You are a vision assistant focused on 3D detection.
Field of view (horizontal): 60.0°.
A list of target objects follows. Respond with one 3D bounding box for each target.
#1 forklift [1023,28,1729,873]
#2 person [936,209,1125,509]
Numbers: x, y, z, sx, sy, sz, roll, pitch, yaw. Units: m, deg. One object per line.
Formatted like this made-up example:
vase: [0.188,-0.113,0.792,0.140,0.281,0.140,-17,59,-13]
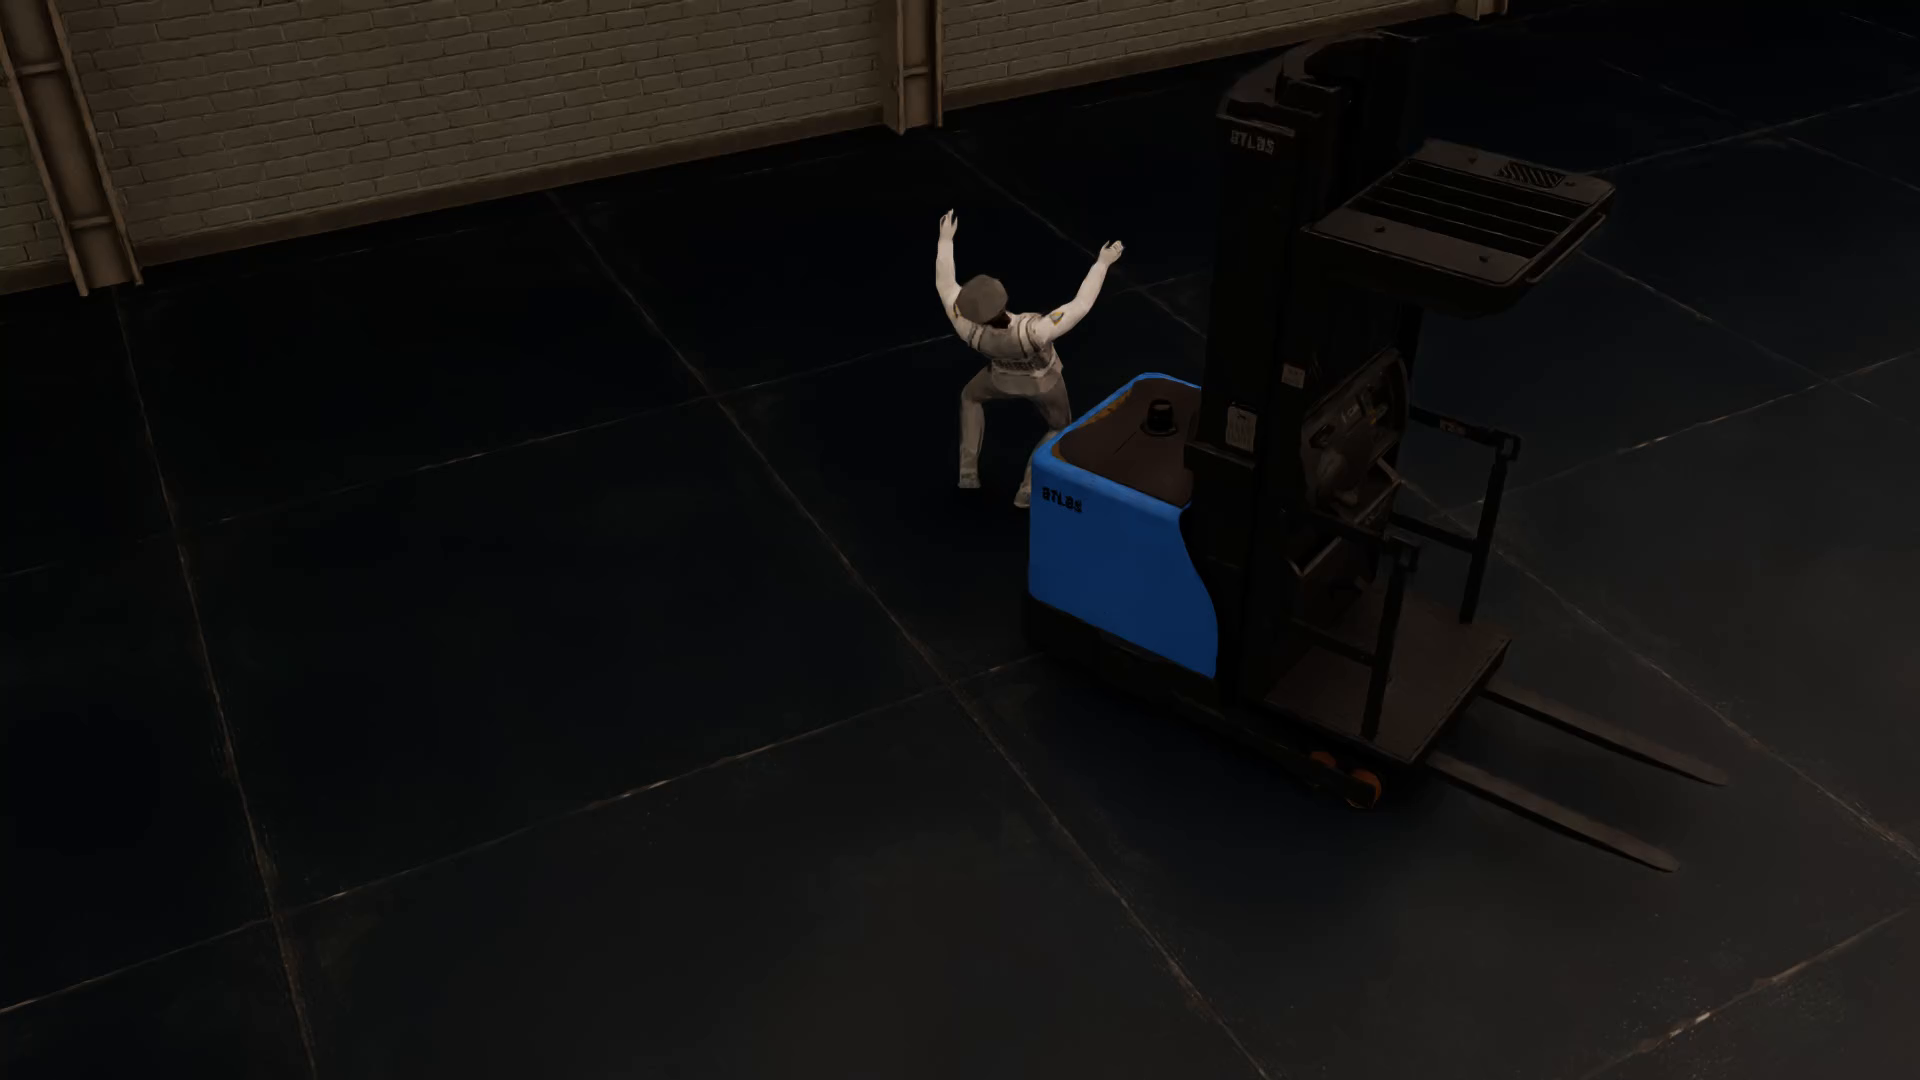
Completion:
forklift: [1.780,-0.409,6.701,3.031,2.935,1.130,24,42,30]
person: [0.300,-0.840,8.493,0.917,1.551,0.724,9,36,12]
